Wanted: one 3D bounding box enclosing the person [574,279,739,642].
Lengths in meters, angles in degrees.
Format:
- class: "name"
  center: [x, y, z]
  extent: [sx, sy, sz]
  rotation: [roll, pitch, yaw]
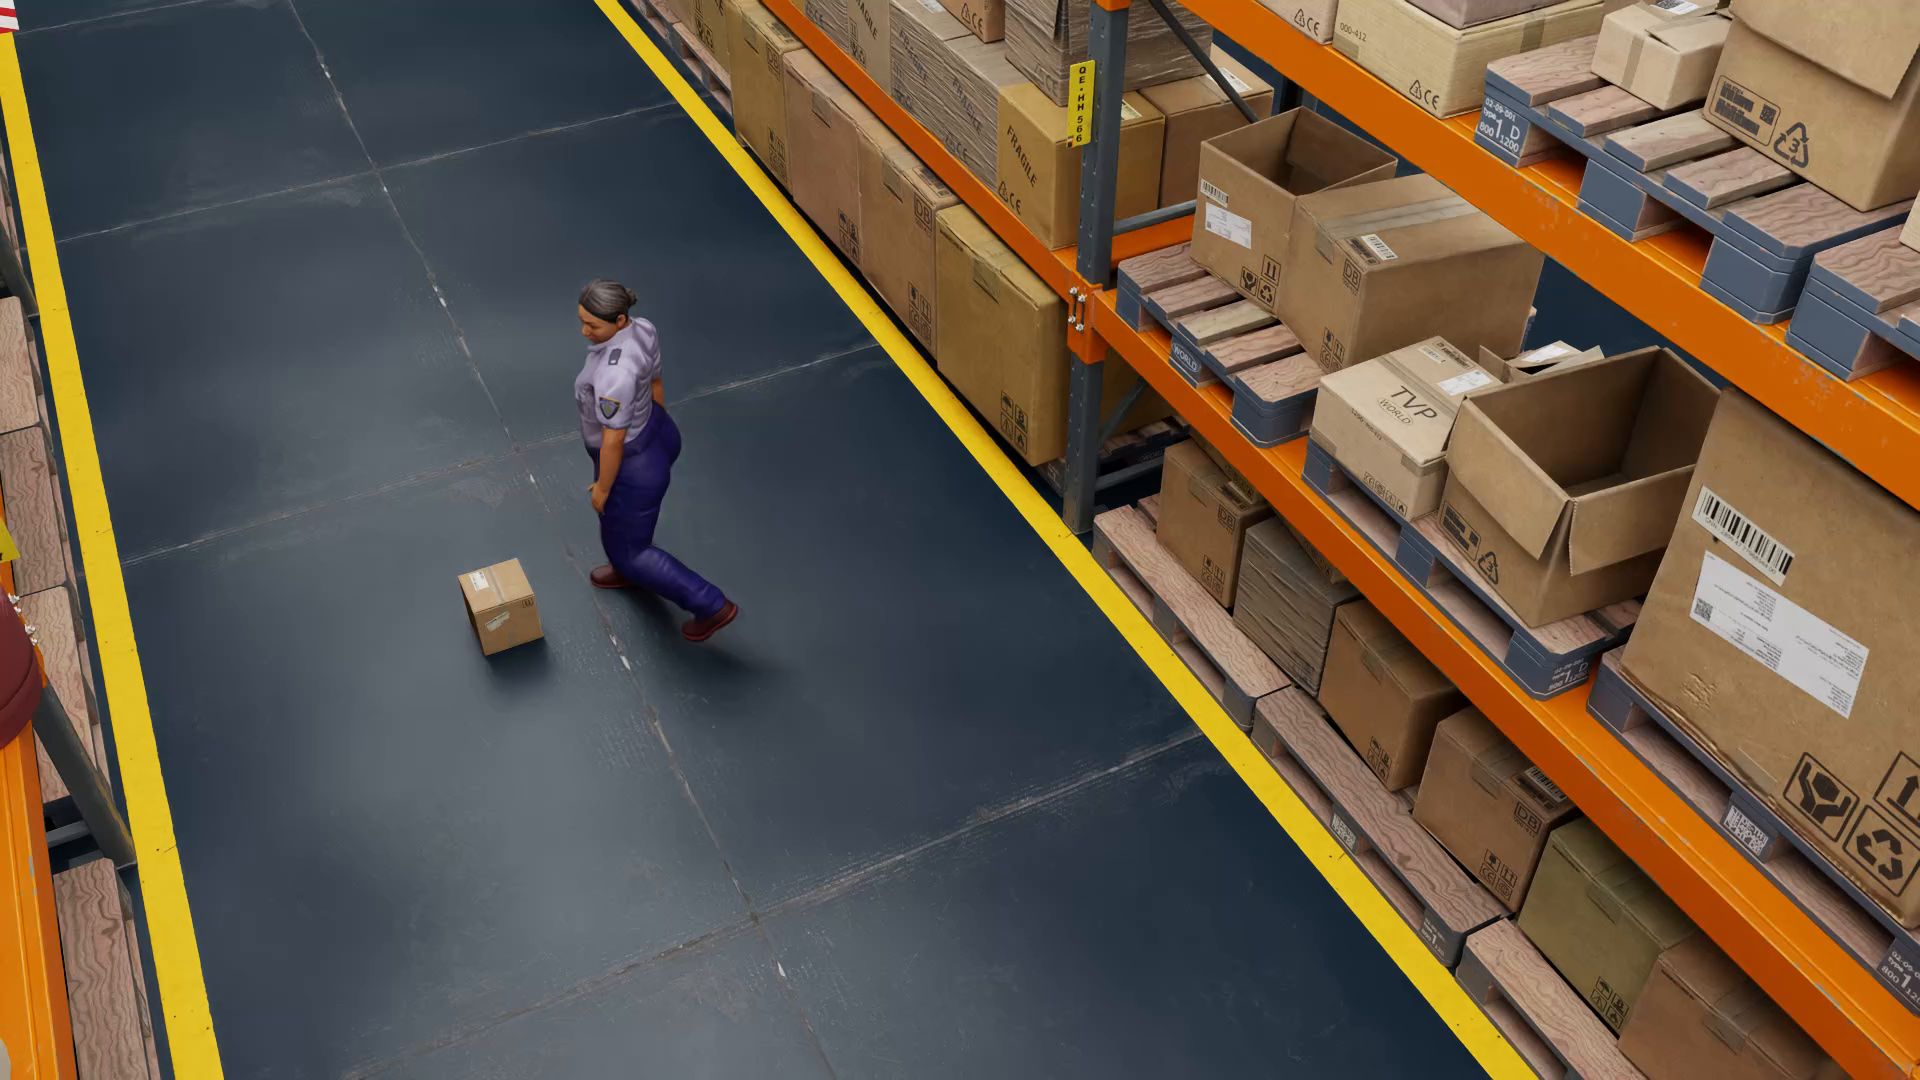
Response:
- class: "person"
  center: [-1.257, -0.309, 6.530]
  extent: [0.748, 1.647, 0.523]
  rotation: [6, 42, 6]
